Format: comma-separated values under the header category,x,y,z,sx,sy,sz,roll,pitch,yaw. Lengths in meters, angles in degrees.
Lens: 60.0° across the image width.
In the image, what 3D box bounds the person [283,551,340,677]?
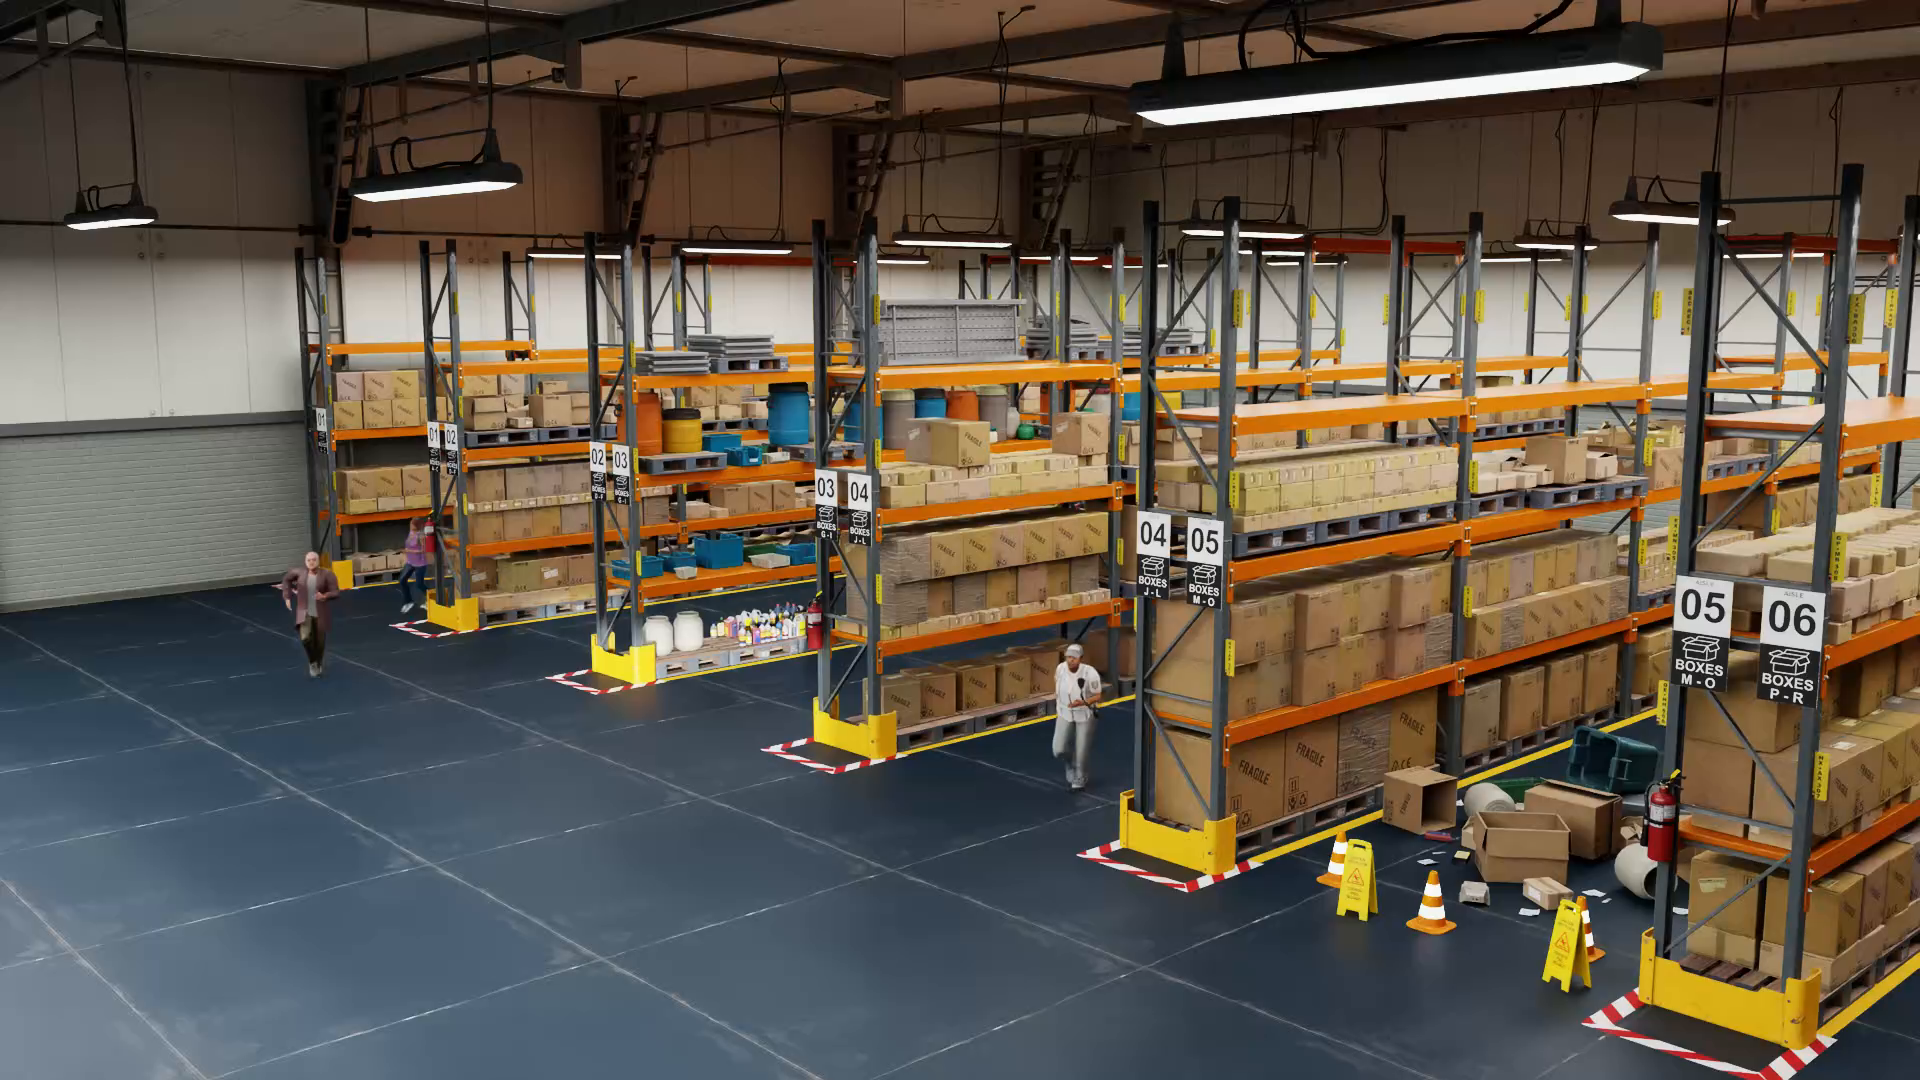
category,x,y,z,sx,sy,sz,roll,pitch,yaw
person,-8.747,1.008,22.437,0.753,1.735,0.850,-2,9,-16

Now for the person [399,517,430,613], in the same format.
category,x,y,z,sx,sy,sz,roll,pitch,yaw
person,-8.884,0.419,27.208,0.540,1.619,0.698,5,10,33

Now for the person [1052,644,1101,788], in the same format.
category,x,y,z,sx,sy,sz,roll,pitch,yaw
person,1.209,1.843,17.277,0.552,1.581,0.691,3,9,18
